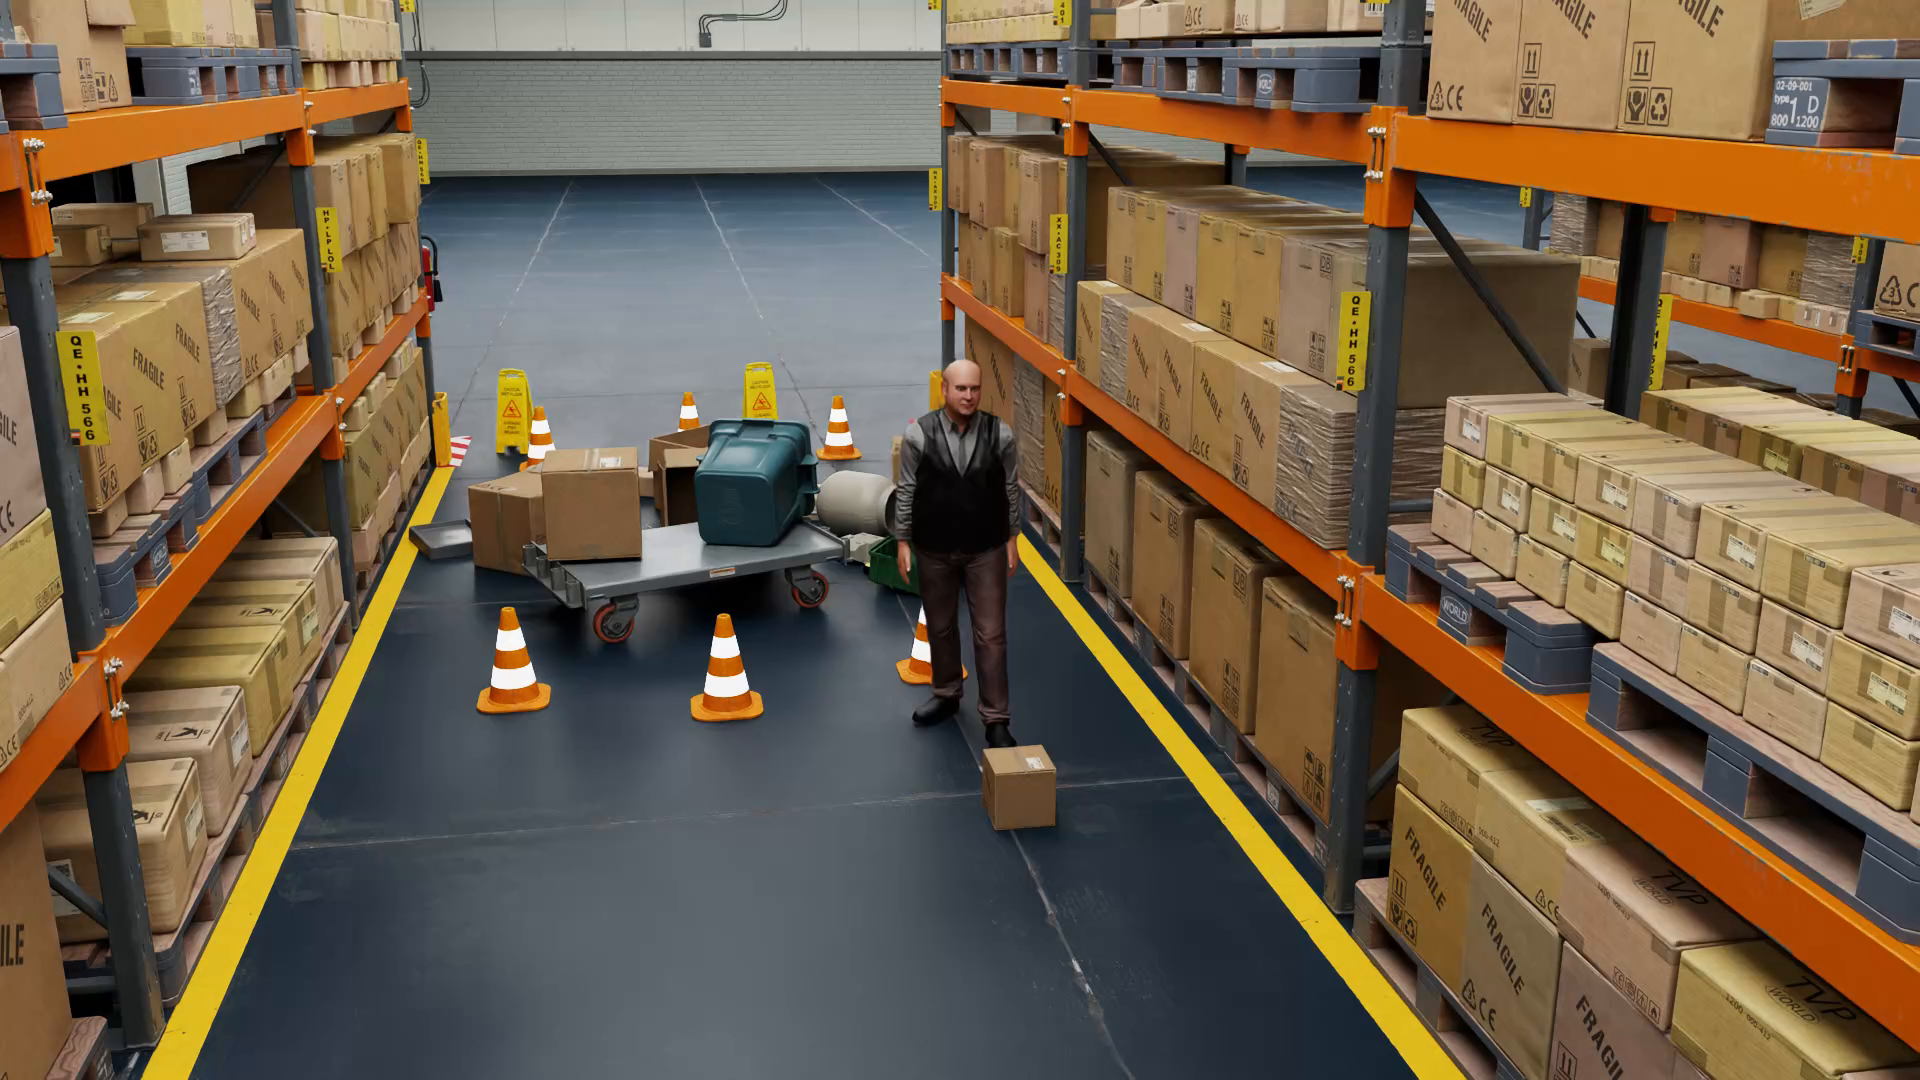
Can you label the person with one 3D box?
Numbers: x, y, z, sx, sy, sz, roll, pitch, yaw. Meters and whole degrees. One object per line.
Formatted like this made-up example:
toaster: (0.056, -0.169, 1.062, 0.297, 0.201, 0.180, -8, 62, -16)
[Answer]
person: (-0.009, 0.011, 7.431, 0.563, 1.663, 0.501, 0, 16, 1)
